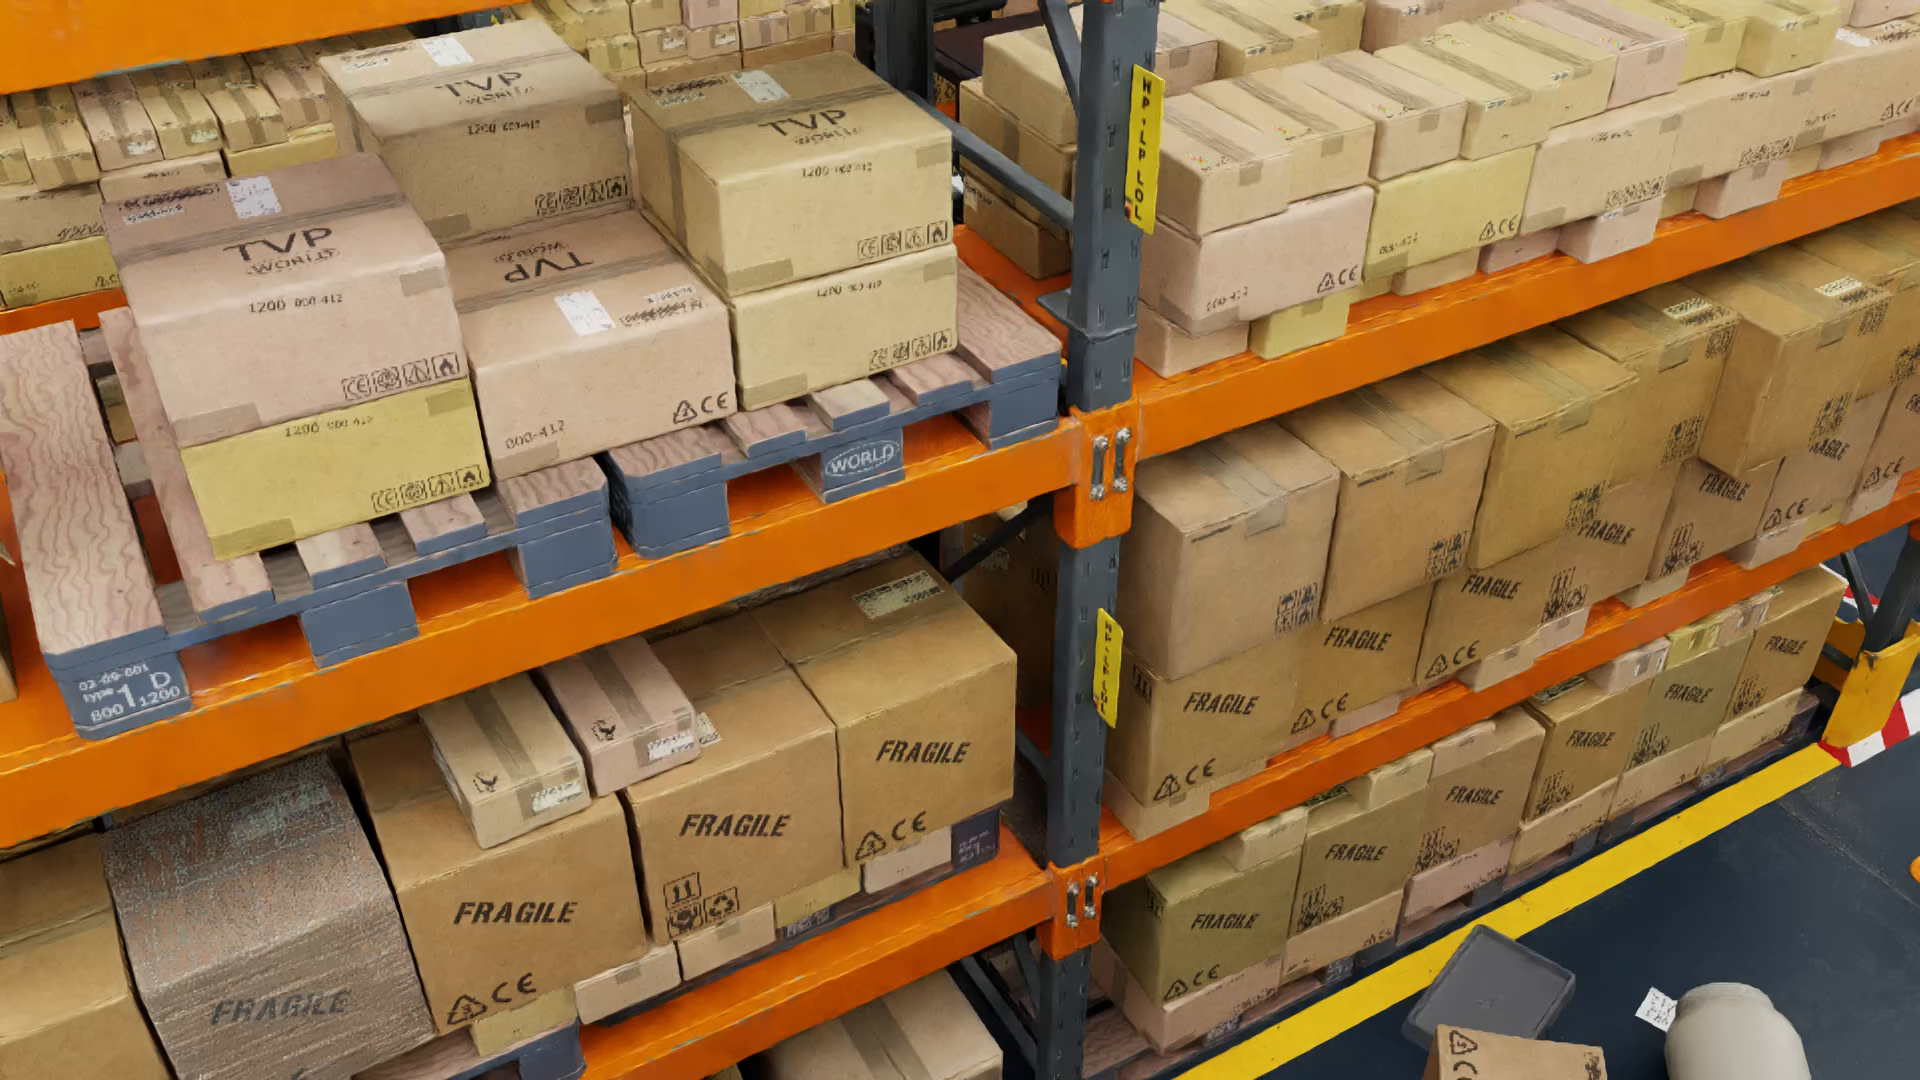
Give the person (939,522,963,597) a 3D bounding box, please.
[{"bbox_3d":[-0.047,-0.071,6.757,0.629,1.648,0.525,-3,37,-4],"label":"person"}]
